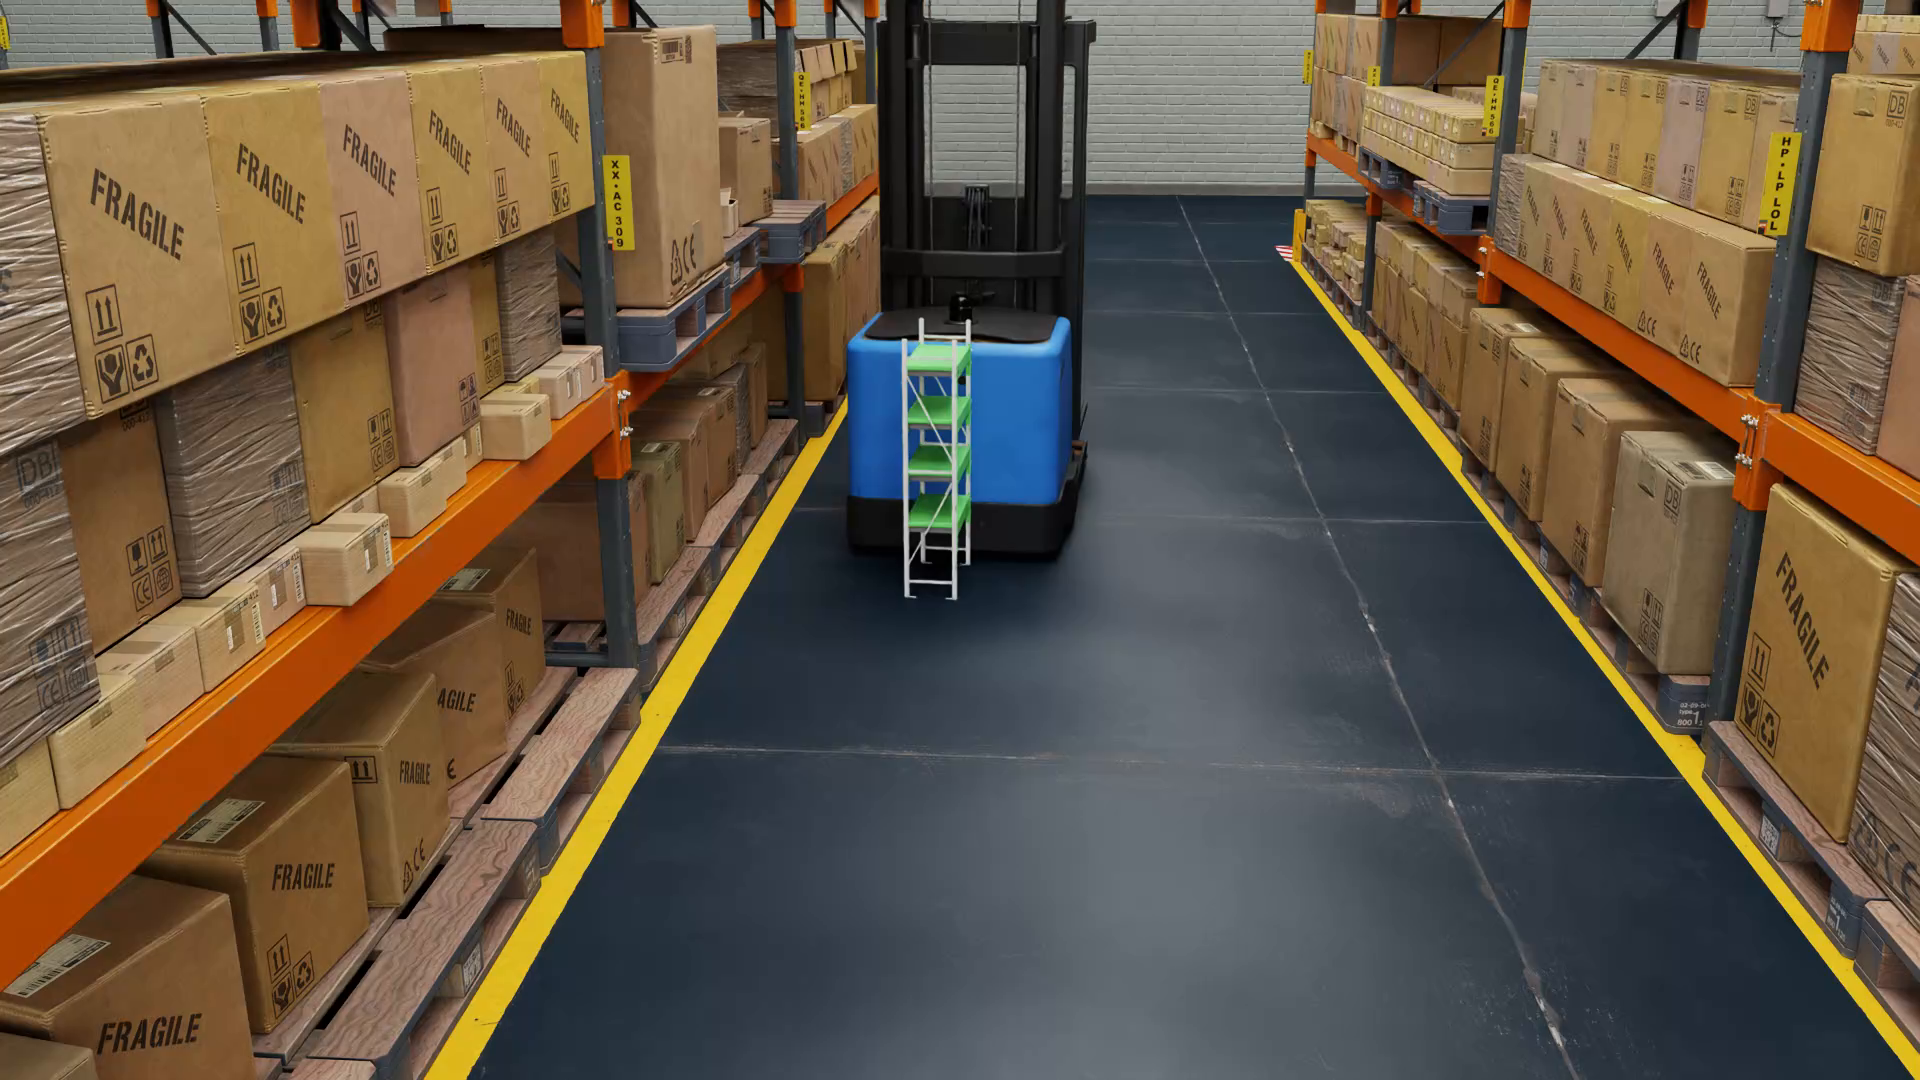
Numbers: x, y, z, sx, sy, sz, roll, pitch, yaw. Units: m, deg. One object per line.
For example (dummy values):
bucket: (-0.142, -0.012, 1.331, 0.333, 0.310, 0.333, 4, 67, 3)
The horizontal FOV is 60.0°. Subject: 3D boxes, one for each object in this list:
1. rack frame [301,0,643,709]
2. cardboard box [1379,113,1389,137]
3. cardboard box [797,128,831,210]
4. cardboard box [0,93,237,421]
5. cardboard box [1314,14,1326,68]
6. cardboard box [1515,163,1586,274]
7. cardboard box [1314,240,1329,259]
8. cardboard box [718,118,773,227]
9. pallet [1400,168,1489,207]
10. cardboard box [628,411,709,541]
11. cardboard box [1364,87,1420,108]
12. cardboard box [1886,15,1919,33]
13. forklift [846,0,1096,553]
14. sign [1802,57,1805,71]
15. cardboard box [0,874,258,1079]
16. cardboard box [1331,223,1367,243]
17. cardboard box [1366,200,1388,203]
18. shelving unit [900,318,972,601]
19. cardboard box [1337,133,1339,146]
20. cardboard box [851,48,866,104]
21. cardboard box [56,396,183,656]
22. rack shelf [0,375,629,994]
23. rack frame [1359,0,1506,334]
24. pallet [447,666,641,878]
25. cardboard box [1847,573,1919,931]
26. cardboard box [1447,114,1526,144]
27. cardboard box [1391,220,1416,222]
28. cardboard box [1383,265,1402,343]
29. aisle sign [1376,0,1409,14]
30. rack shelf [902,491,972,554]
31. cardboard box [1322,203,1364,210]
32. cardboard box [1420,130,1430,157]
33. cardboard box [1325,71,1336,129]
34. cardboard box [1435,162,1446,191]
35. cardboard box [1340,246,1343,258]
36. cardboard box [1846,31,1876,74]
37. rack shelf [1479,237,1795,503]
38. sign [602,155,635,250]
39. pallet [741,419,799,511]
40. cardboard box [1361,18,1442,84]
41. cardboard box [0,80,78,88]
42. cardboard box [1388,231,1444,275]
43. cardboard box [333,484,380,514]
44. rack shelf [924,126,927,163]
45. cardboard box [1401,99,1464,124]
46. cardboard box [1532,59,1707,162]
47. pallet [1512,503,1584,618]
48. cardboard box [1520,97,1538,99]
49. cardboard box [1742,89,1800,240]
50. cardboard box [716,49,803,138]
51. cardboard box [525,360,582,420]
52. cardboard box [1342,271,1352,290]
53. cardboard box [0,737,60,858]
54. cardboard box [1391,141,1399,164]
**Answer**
rack frame: (-1.737, -0.774, 5.969, 1.000, 3.000, 0.127, 1, 18, 4)
cardboard box: (3.237, -2.985, 11.966, 0.380, 0.149, 0.250, 1, 18, 2)
cardboard box: (-1.109, -2.369, 10.676, 0.500, 0.500, 0.500, 1, 18, 2)
cardboard box: (-1.669, -0.516, 2.936, 0.500, 0.500, 0.500, 1, 18, 4)
cardboard box: (3.767, -4.890, 16.284, 0.500, 0.500, 0.500, 1, 18, 4)
cardboard box: (3.155, -1.631, 8.422, 0.500, 0.500, 0.500, 1, 18, 3)
cardboard box: (3.631, -2.811, 16.089, 0.380, 0.149, 0.250, 2, 18, 5)
cardboard box: (-1.389, -1.920, 8.629, 0.700, 0.500, 0.500, 4, 19, 12)
pallet: (3.591, -2.399, 11.236, 1.003, 0.211, 1.213, 1, 18, 4)
cardboard box: (-1.579, -0.307, 7.851, 0.700, 0.500, 0.500, 0, 18, -1)
cardboard box: (3.290, -3.368, 12.657, 0.380, 0.149, 0.250, 2, 18, 7)
cardboard box: (8.659, -4.681, 15.083, 0.380, 0.149, 0.250, 1, 18, 4)
forklift: (0.149, -1.747, 9.048, 1.130, 2.935, 3.031, 2, 18, 7)
sign: (8.455, -4.743, 16.564, 0.100, 0.325, 0.005, 1, 18, 4)
cardboard box: (-1.953, 1.076, 3.661, 0.500, 0.500, 0.500, 6, 19, 18)
cardboard box: (3.563, -2.767, 15.000, 0.380, 0.149, 0.250, 1, 18, 2)
cardboard box: (4.278, -3.317, 16.676, 0.380, 0.149, 0.250, 1, 18, 5)
shelving unit: (-0.102, -0.376, 7.642, 0.258, 1.200, 0.503, 2, 18, 7)
cardboard box: (3.652, -3.661, 15.182, 0.380, 0.149, 0.250, 2, 18, 6)
cardboard box: (-0.874, -3.828, 13.848, 0.500, 0.500, 0.500, 1, 18, 4)
cardboard box: (-2.040, -0.049, 3.117, 0.875, 0.500, 0.500, 1, 18, 4)
rack shelf: (-1.880, 0.189, 4.185, 1.077, 0.370, 4.000, 1, 18, 4)
rack frame: (3.777, -3.117, 13.118, 1.000, 3.000, 0.127, 1, 18, 4)
pallet: (-1.750, 0.760, 5.764, 1.003, 0.211, 1.213, 1, 18, 4)
cardboard box: (3.028, 0.652, 4.355, 0.875, 0.875, 0.875, 1, 18, 4)
cardboard box: (3.068, -2.400, 9.704, 0.380, 0.149, 0.250, 1, 18, 2)
cardboard box: (4.146, -2.832, 15.196, 0.380, 0.149, 0.250, 1, 18, 4)
cardboard box: (3.423, -1.741, 12.258, 0.500, 0.500, 0.500, 2, 18, 6)
aisle sign: (4.368, -5.611, 16.553, 0.394, 0.787, 0.004, 1, 18, 4)
rack shelf: (-0.102, -0.087, 7.737, 0.258, 0.148, 0.480, 2, 18, 7)
cardboard box: (3.787, -3.243, 16.452, 0.380, 0.149, 0.250, 2, 18, 5)
cardboard box: (3.123, -2.502, 10.493, 0.380, 0.149, 0.250, 1, 18, 4)
cardboard box: (3.695, -4.096, 15.468, 0.500, 0.500, 0.500, 2, 18, 5)
cardboard box: (3.087, -2.195, 10.034, 0.380, 0.149, 0.250, 1, 18, 4)
cardboard box: (3.645, -2.614, 15.009, 0.380, 0.149, 0.250, 0, 18, 1)
cardboard box: (8.660, -4.499, 15.571, 0.500, 0.500, 0.500, 1, 18, 2)
rack shelf: (3.347, -0.912, 7.543, 1.077, 0.370, 4.000, 1, 18, 4)
sign: (-1.195, -1.176, 5.804, 0.100, 0.325, 0.005, 1, 18, 4)
pallet: (-1.507, -0.449, 9.454, 1.003, 0.211, 1.213, 1, 18, 4)
cardboard box: (3.541, -3.933, 13.364, 0.500, 0.500, 0.500, 1, 18, 2)
cardboard box: (-2.162, -0.683, 3.446, 0.500, 0.500, 0.500, 1, 18, 4)
cardboard box: (3.425, -2.096, 12.138, 0.500, 0.250, 0.500, 2, 18, 5)
cardboard box: (-1.675, -0.040, 4.132, 0.380, 0.149, 0.250, 1, 18, 4)
rack shelf: (-1.020, -3.538, 15.559, 1.077, 0.370, 4.000, 1, 18, 4)
cardboard box: (3.182, -2.882, 11.176, 0.380, 0.149, 0.250, 2, 18, 6)
cardboard box: (3.448, -2.258, 8.731, 0.700, 0.500, 0.500, 1, 18, 4)
pallet: (3.268, 0.072, 7.865, 1.003, 0.211, 1.213, 1, 18, 4)
cardboard box: (3.849, -2.946, 11.370, 0.380, 0.149, 0.250, 0, 18, 1)
cardboard box: (3.233, -1.309, 5.835, 0.700, 0.500, 0.500, 1, 18, 3)
cardboard box: (-1.381, -2.768, 10.280, 0.797, 0.503, 0.637, 2, 18, 6)
cardboard box: (-1.486, -0.504, 5.548, 0.380, 0.149, 0.250, 1, 18, 4)
cardboard box: (3.522, -2.253, 14.387, 0.380, 0.149, 0.250, 1, 18, 2)
cardboard box: (-1.728, 0.427, 2.706, 0.380, 0.149, 0.250, 1, 18, 4)
cardboard box: (3.202, -2.679, 11.512, 0.380, 0.149, 0.250, 1, 18, 3)
